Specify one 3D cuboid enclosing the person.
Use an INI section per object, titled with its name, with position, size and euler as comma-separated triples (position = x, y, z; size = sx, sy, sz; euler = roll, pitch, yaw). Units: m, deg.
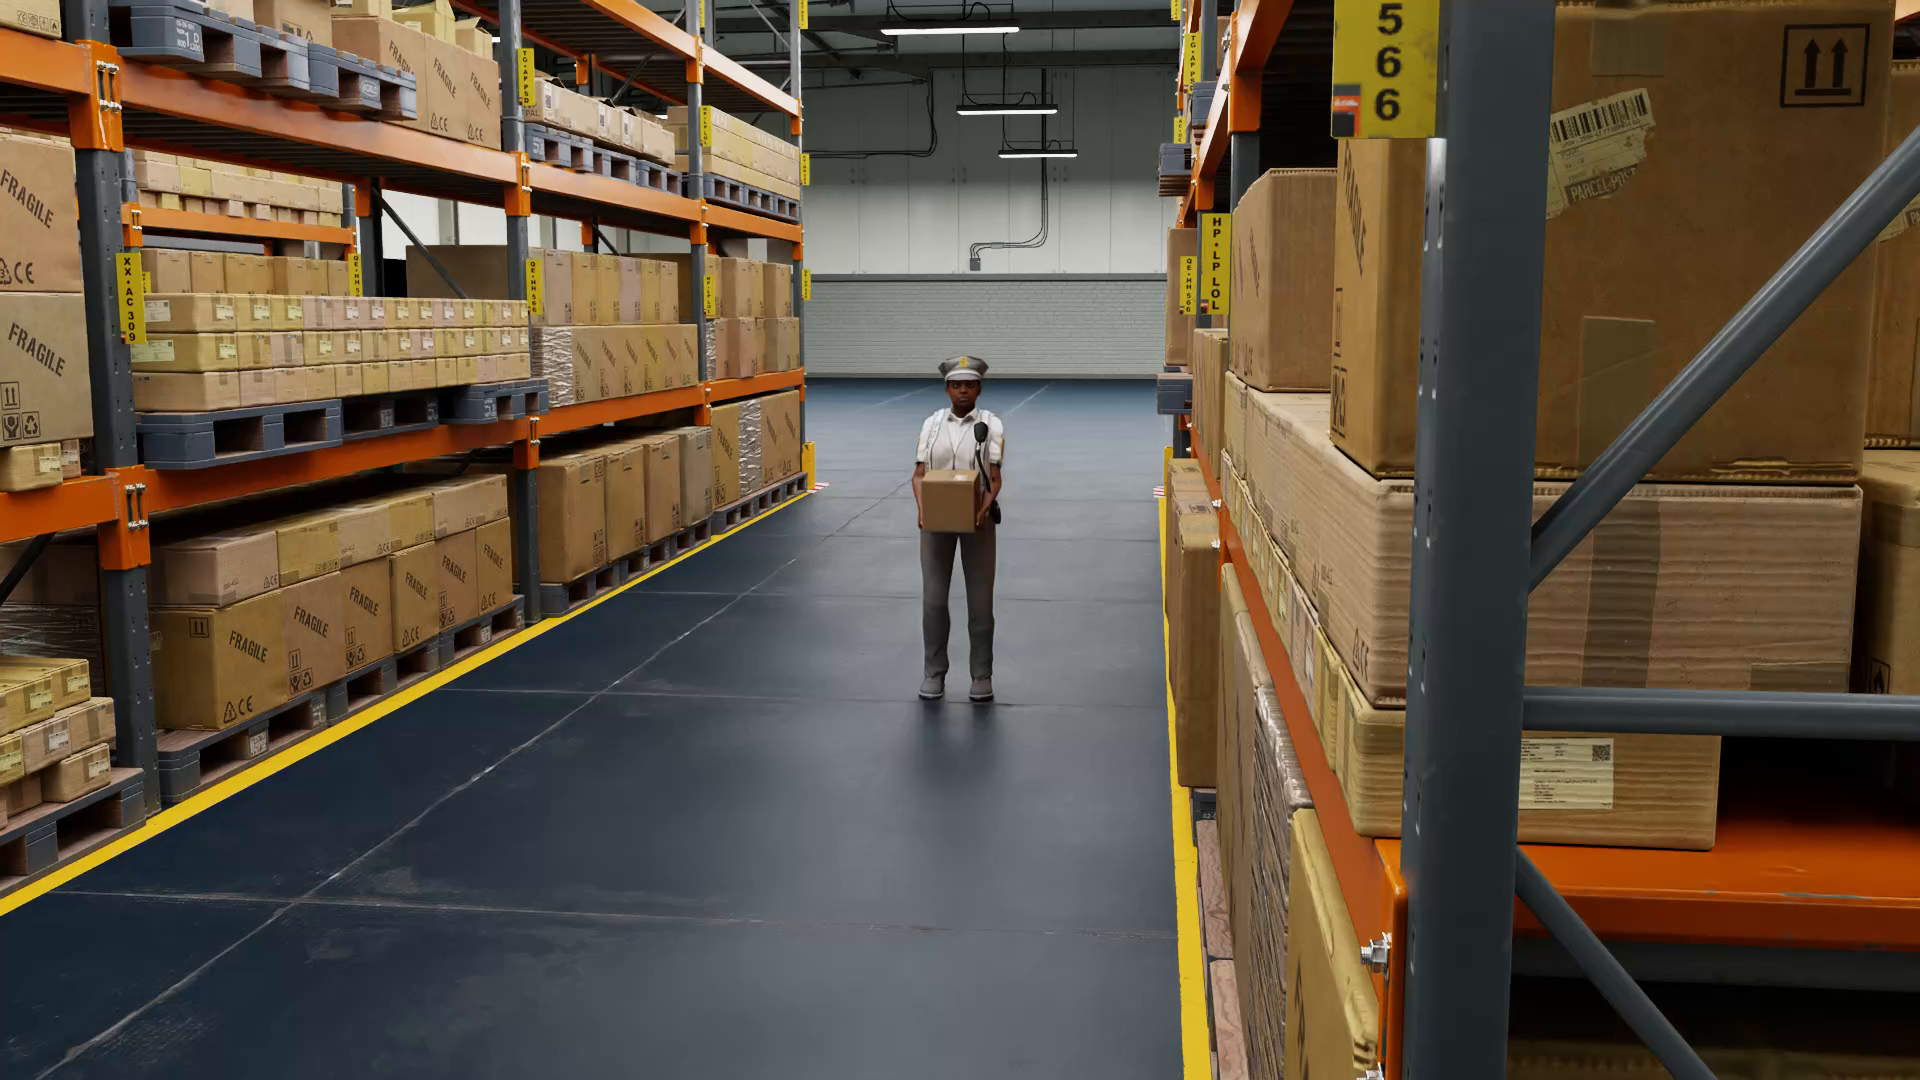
[person]
position = -0.018, -0.058, 8.146
size = 0.451, 1.688, 0.525
euler = 1, 8, 7
